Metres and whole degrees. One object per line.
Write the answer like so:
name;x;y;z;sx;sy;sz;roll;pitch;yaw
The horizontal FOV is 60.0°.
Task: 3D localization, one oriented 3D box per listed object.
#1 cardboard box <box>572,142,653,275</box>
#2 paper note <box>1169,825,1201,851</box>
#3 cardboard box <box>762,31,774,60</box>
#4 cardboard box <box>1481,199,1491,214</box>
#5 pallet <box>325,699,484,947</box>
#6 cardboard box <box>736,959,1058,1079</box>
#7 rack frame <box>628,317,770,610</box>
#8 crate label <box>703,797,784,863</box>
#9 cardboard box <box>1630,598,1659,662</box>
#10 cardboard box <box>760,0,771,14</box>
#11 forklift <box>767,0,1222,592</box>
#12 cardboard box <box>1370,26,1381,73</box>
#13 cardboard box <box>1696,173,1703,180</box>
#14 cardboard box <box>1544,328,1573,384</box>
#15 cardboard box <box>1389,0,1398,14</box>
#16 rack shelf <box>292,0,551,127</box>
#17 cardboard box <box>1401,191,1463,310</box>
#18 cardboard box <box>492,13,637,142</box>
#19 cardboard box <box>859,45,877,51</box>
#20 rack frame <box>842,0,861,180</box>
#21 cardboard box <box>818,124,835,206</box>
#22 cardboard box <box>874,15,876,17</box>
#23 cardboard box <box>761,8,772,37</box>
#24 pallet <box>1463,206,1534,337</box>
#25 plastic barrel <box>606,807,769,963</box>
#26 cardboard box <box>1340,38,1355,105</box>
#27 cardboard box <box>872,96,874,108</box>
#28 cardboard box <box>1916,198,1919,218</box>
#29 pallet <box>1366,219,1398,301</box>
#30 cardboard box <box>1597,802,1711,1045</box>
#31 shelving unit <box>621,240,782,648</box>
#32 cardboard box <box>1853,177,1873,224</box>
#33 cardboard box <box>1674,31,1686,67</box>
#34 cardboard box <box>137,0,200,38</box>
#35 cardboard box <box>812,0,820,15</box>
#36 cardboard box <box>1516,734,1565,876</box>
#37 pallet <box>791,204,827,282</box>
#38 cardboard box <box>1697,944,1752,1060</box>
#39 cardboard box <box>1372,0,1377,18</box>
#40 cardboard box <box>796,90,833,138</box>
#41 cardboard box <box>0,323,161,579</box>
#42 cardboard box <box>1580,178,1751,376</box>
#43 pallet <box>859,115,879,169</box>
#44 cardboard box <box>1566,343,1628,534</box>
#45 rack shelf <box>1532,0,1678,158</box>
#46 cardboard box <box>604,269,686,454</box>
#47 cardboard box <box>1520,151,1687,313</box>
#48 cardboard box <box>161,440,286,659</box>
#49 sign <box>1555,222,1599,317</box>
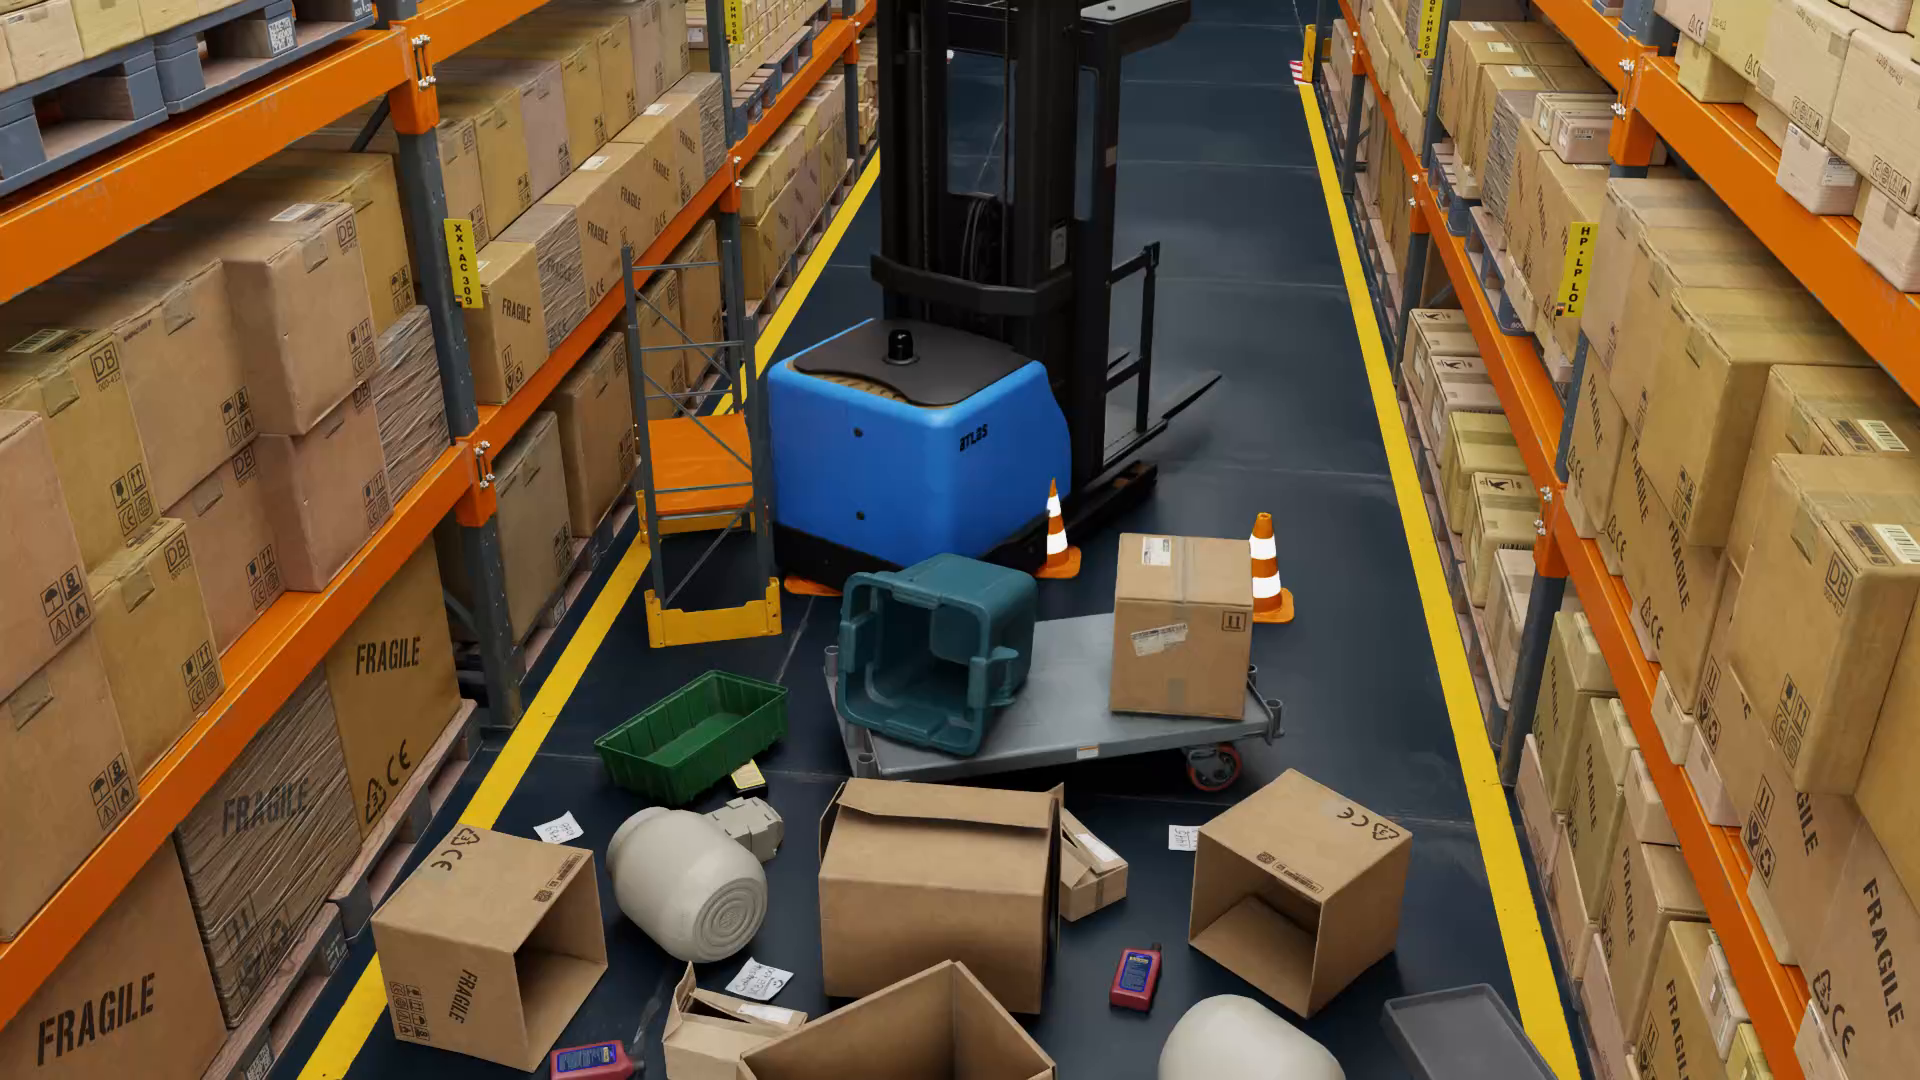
cardboard box;-1.797;-1.584;7.923;0.500;0.500;0.500;4;29;7
paper note;0.851;1.101;6.174;0.148;0.019;0.142;3;28;6
cardboard box;-1.443;-3.258;10.958;0.380;0.149;0.250;4;29;8
cardboard box;2.722;-1.668;8.005;0.380;0.149;0.250;5;29;9
pallet;-2.486;0.984;6.200;1.003;0.211;1.213;3;28;6
cardboard box;-0.178;1.651;4.654;0.797;0.503;0.637;-17;33;-29
rack frame;-1.089;-0.219;7.076;0.500;1.500;0.032;-6;29;-10
crate label;-0.807;1.072;6.117;0.298;0.136;0.250;-17;33;-29
cardboard box;2.206;0.247;4.894;0.380;0.149;0.250;4;29;8
cardboard box;-1.448;-3.516;10.808;0.380;0.149;0.250;5;29;9
forklift;0.373;-1.560;8.056;1.130;2.935;3.031;18;33;30
cardboard box;3.133;-3.380;11.520;0.500;0.250;0.500;3;28;6
cardboard box;3.012;-1.156;6.372;0.500;0.500;0.500;3;29;6
cardboard box;2.399;-0.689;6.188;0.380;0.149;0.250;4;29;7
cardboard box;3.095;-3.695;10.787;0.500;0.500;0.500;3;28;5
rack shelf;-2.071;-2.542;7.401;1.077;0.370;4.000;3;28;6
cardboard box;3.267;-1.809;10.243;0.875;0.875;0.875;3;28;6
cardboard box;-2.012;-2.273;8.147;0.700;0.500;0.500;3;28;5
cardboard box;-0.871;-4.438;15.261;0.380;0.149;0.250;3;29;6
rack frame;-1.335;-4.362;13.185;1.000;3.000;0.127;3;28;6
cardboard box;-1.239;-2.842;12.556;0.500;0.500;0.500;3;28;5
cardboard box;-0.659;-5.173;16.625;0.380;0.149;0.250;4;29;7
cardboard box;-1.444;-3.390;10.889;0.380;0.149;0.250;3;28;6
pallet;2.898;-1.221;7.555;1.003;0.211;1.213;3;28;6
plastic barrel;-0.932;1.161;5.649;0.421;0.421;0.512;-24;36;-37
cardboard box;3.994;-4.314;15.354;0.875;0.438;0.875;4;29;8
cardboard box;-0.981;-3.941;14.966;0.380;0.149;0.250;2;28;4
cardboard box;2.036;-0.597;2.877;0.500;0.250;0.500;4;29;8
pallet;3.423;-1.951;11.649;1.003;0.211;1.213;3;28;6
cardboard box;2.150;1.098;4.715;0.500;0.500;0.500;5;29;9
shelving unit;-1.195;-0.460;7.522;0.587;1.500;1.083;-6;29;-10
cardboard box;2.138;-0.707;3.502;0.380;0.149;0.250;4;29;7
cardboard box;2.325;-1.433;4.849;0.380;0.149;0.250;3;28;5
cardboard box;-2.167;-1.367;4.179;0.380;0.149;0.250;4;29;7
cardboard box;-1.251;-3.999;12.332;0.380;0.149;0.250;3;28;6
cardboard box;2.269;0.931;5.815;0.500;0.250;0.500;2;28;4
pallet;-1.576;-2.192;12.097;1.003;0.211;1.213;3;28;6
cardboard box;2.005;1.125;3.980;0.380;0.149;0.250;5;29;8
cardboard box;3.220;-3.838;11.843;0.500;0.250;0.500;4;29;7
cardboard box;-1.252;-3.170;12.374;0.500;0.250;0.500;5;29;9
cardboard box;-2.607;-0.205;4.170;0.875;0.550;0.500;3;28;6
cardboard box;2.340;-0.777;5.057;0.700;0.500;0.500;3;28;6
pallet;-1.288;-3.453;14.437;1.003;0.211;1.213;3;28;6
cardboard box;2.279;-0.341;5.300;0.500;0.500;0.500;3;28;6
rack shelf;2.855;-2.302;6.956;1.077;0.370;4.000;3;28;6
cardboard box;-2.093;-0.981;8.837;1.050;0.750;0.750;4;29;7
cardboard box;2.498;-1.181;6.417;0.500;0.500;0.500;4;29;6
cardboard box;-2.577;0.019;4.893;0.875;0.550;0.550;3;28;6
sign;2.058;-0.897;5.531;0.100;0.325;0.005;3;28;6
